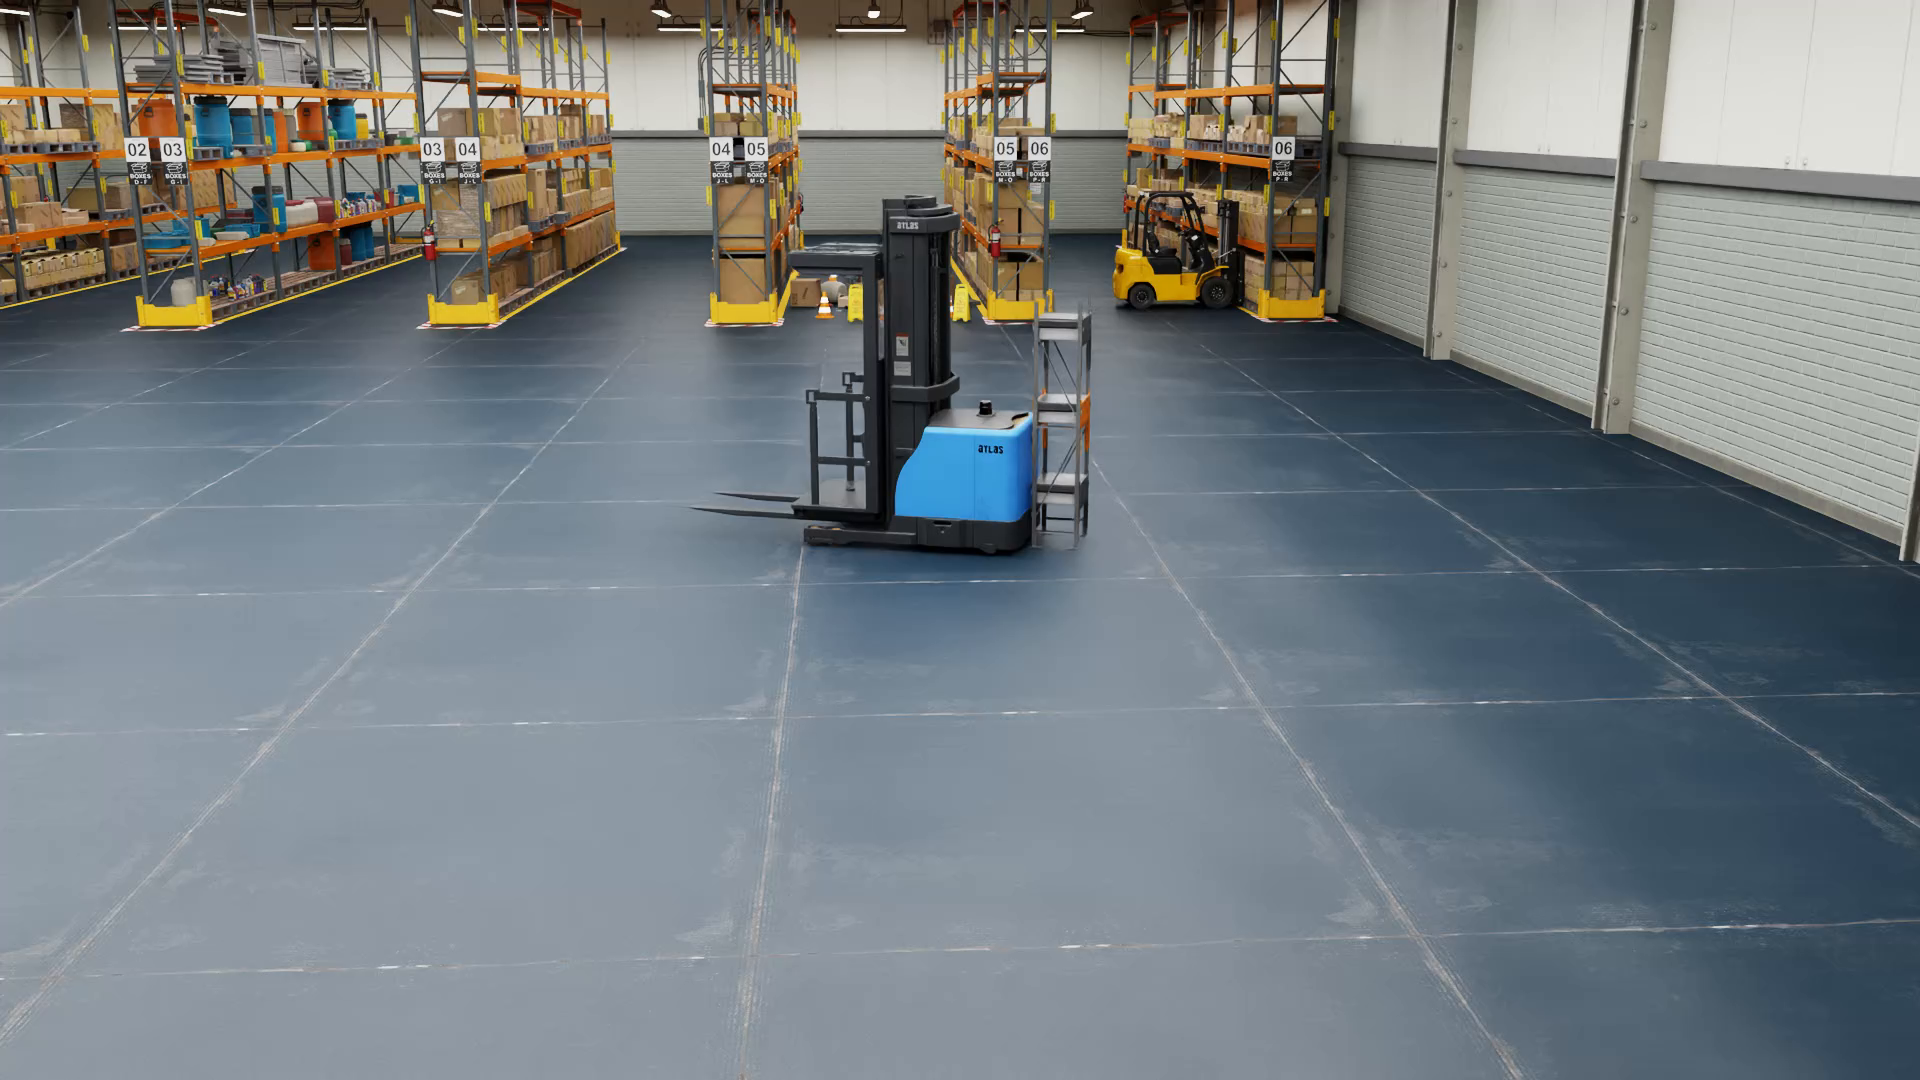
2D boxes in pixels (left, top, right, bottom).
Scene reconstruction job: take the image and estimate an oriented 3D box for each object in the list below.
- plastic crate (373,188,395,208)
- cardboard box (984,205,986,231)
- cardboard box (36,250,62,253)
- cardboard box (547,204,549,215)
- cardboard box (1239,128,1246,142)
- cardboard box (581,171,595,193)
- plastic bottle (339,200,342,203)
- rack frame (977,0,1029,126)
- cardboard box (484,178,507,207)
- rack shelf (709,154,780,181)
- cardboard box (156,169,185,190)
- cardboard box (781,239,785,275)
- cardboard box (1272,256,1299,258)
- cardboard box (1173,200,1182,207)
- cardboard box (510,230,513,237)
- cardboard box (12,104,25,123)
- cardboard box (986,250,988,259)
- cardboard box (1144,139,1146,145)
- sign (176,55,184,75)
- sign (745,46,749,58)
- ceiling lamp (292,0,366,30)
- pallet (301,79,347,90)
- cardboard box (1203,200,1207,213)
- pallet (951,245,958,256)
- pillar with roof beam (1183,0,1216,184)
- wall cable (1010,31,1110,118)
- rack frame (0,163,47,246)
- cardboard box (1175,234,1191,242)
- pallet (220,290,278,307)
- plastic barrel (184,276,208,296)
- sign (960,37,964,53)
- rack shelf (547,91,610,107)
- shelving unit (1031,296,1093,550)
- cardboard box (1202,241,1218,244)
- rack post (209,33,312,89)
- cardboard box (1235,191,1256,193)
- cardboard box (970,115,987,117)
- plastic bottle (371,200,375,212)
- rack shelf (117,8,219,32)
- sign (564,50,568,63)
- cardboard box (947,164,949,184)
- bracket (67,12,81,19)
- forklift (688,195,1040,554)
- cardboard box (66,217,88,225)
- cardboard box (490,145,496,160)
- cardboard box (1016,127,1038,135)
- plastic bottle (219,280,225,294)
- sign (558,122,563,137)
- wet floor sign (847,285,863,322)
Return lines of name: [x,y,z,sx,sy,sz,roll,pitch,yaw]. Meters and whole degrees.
plastic crate: [-14.294,-8.499,41.290,0.402,0.464,0.583,-1,14,-3]
cardboard box: [0.726,-6.030,31.147,0.500,0.500,0.500,-1,14,-4]
cardboard box: [-19.405,-6.021,35.457,0.500,0.311,0.500,-1,14,-5]
cardboard box: [-8.925,-7.023,35.227,0.396,0.266,0.258,-1,14,-5]
cardboard box: [5.584,-7.796,32.013,0.396,0.266,0.258,-1,14,-5]
cardboard box: [-9.320,-8.847,41.091,0.500,0.500,0.500,-1,14,-3]
plastic bottle: [-14.884,-8.026,39.933,0.061,0.283,0.133,-1,14,-3]
rack frame: [0.841,-9.358,32.839,1.000,3.000,0.127,-1,14,-3]
cardboard box: [-8.620,-6.372,30.467,0.500,0.500,0.500,-1,14,-3]
rack shelf: [-3.969,-6.958,30.975,1.077,0.370,4.000,-1,14,-3]
cardboard box: [-19.181,-8.792,40.469,0.500,0.500,0.500,-1,14,-2]
cardboard box: [-4.335,-6.090,35.848,1.050,0.750,0.750,-1,14,-3]
cardboard box: [6.147,-5.263,31.630,0.500,0.250,0.500,-1,14,-4]
cardboard box: [5.124,-7.764,38.345,0.380,0.149,0.250,-1,14,-2]
cardboard box: [-8.715,-5.818,31.622,0.380,0.149,0.250,-1,14,-3]
cardboard box: [-24.307,-10.872,42.495,0.500,0.500,0.500,-1,14,-4]
cardboard box: [0.677,-5.355,31.189,0.380,0.149,0.250,-1,14,-3]
cardboard box: [4.943,-10.255,42.846,0.380,0.149,0.250,-1,14,-3]
sign: [-13.196,-8.040,28.136,0.100,0.325,0.005,-1,14,-3]
sign: [-5.131,-11.733,40.036,0.100,0.325,0.005,-1,14,-3]
ceiling lamp: [-17.350,-15.570,45.267,2.000,3.185,0.800,-1,14,-3]
pallet: [-14.255,-10.018,36.586,1.213,0.211,1.003,-1,14,-3]
cardboard box: [5.445,-7.073,35.295,0.500,0.250,0.500,-1,14,-2]
pallet: [0.298,-7.587,43.589,1.003,0.211,1.213,-1,14,-3]
pillar with roof beam: [1.859,-11.546,41.342,9.100,9.000,0.548,-1,14,-3]
wall cable: [2.998,-13.816,50.088,2.988,3.039,0.133,-1,14,-3]
rack frame: [-24.625,-9.055,43.700,1.000,3.000,0.127,-1,14,-3]
cardboard box: [5.216,-7.019,38.657,0.380,0.149,0.250,-2,15,-6]
pallet: [-13.993,-4.705,32.391,1.003,0.211,1.213,-1,14,-3]
plastic barrel: [-13.894,-4.514,30.202,0.421,0.512,0.421,0,14,0]
sign: [0.040,-10.873,36.533,0.100,0.325,0.005,-1,14,-3]
rack shelf: [-9.669,-11.150,42.050,1.077,0.370,4.000,-1,14,-3]
shelving unit: [0.867,-1.000,14.201,0.431,2.100,0.503,3,15,13]
cardboard box: [5.621,-6.261,36.763,0.875,0.625,0.625,0,14,-2]
rack post: [-14.201,-9.714,33.821,1.013,1.000,3.121,-1,14,-3]
cardboard box: [5.650,-6.826,32.939,0.380,0.149,0.250,-1,14,-4]
cardboard box: [0.519,-10.345,41.450,0.500,0.500,0.500,-1,14,-2]
plastic bottle: [-14.082,-8.007,39.860,0.061,0.283,0.133,-1,14,-3]
rack shelf: [-19.557,-12.801,40.995,1.077,0.370,4.000,-1,14,-3]
sign: [-10.348,-12.712,43.680,0.100,0.325,0.005,-1,14,-3]
cardboard box: [-0.078,-9.590,43.572,0.500,0.500,0.500,-1,14,-4]
bracket: [-25.474,-15.060,47.775,0.235,0.232,0.430,-1,14,-3]
forklift: [-0.864,-1.480,14.397,3.031,2.935,1.130,4,15,14]
cardboard box: [-18.854,-6.802,35.446,0.380,0.149,0.250,-1,14,-3]
cardboard box: [-8.612,-6.937,29.750,0.500,0.250,0.500,-1,14,-5]
cardboard box: [1.233,-7.516,30.603,0.380,0.149,0.250,-1,14,-4]
plastic bottle: [-14.228,-4.874,32.042,0.097,0.271,0.097,0,14,0]
sign: [-8.756,-9.006,36.451,0.100,0.325,0.005,-1,14,-3]
wet floor sign: [-1.867,-4.240,29.710,0.267,0.644,0.232,-3,15,-13]
